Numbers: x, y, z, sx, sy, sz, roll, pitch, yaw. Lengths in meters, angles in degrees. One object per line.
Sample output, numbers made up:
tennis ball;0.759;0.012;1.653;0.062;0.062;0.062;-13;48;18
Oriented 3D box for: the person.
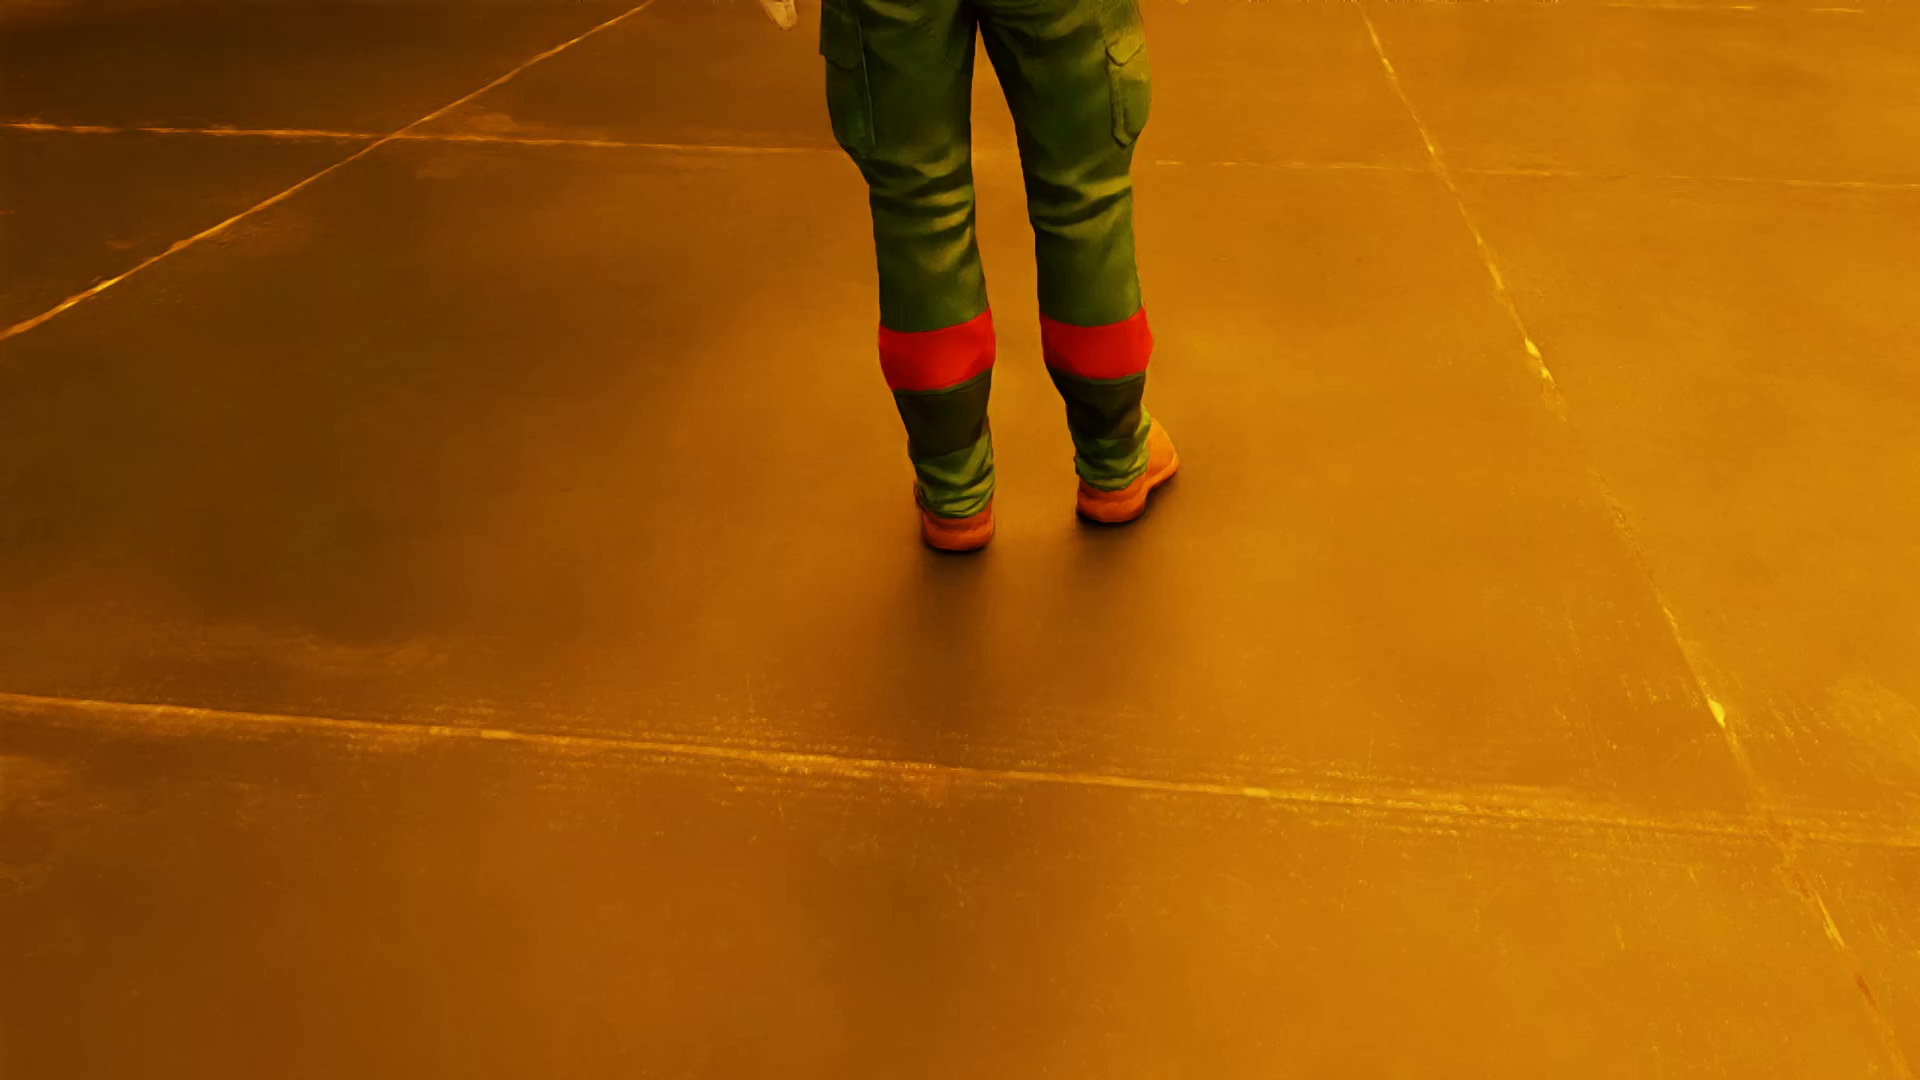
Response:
person;0.022;-0.839;2.169;0.637;1.783;0.563;3;27;7
